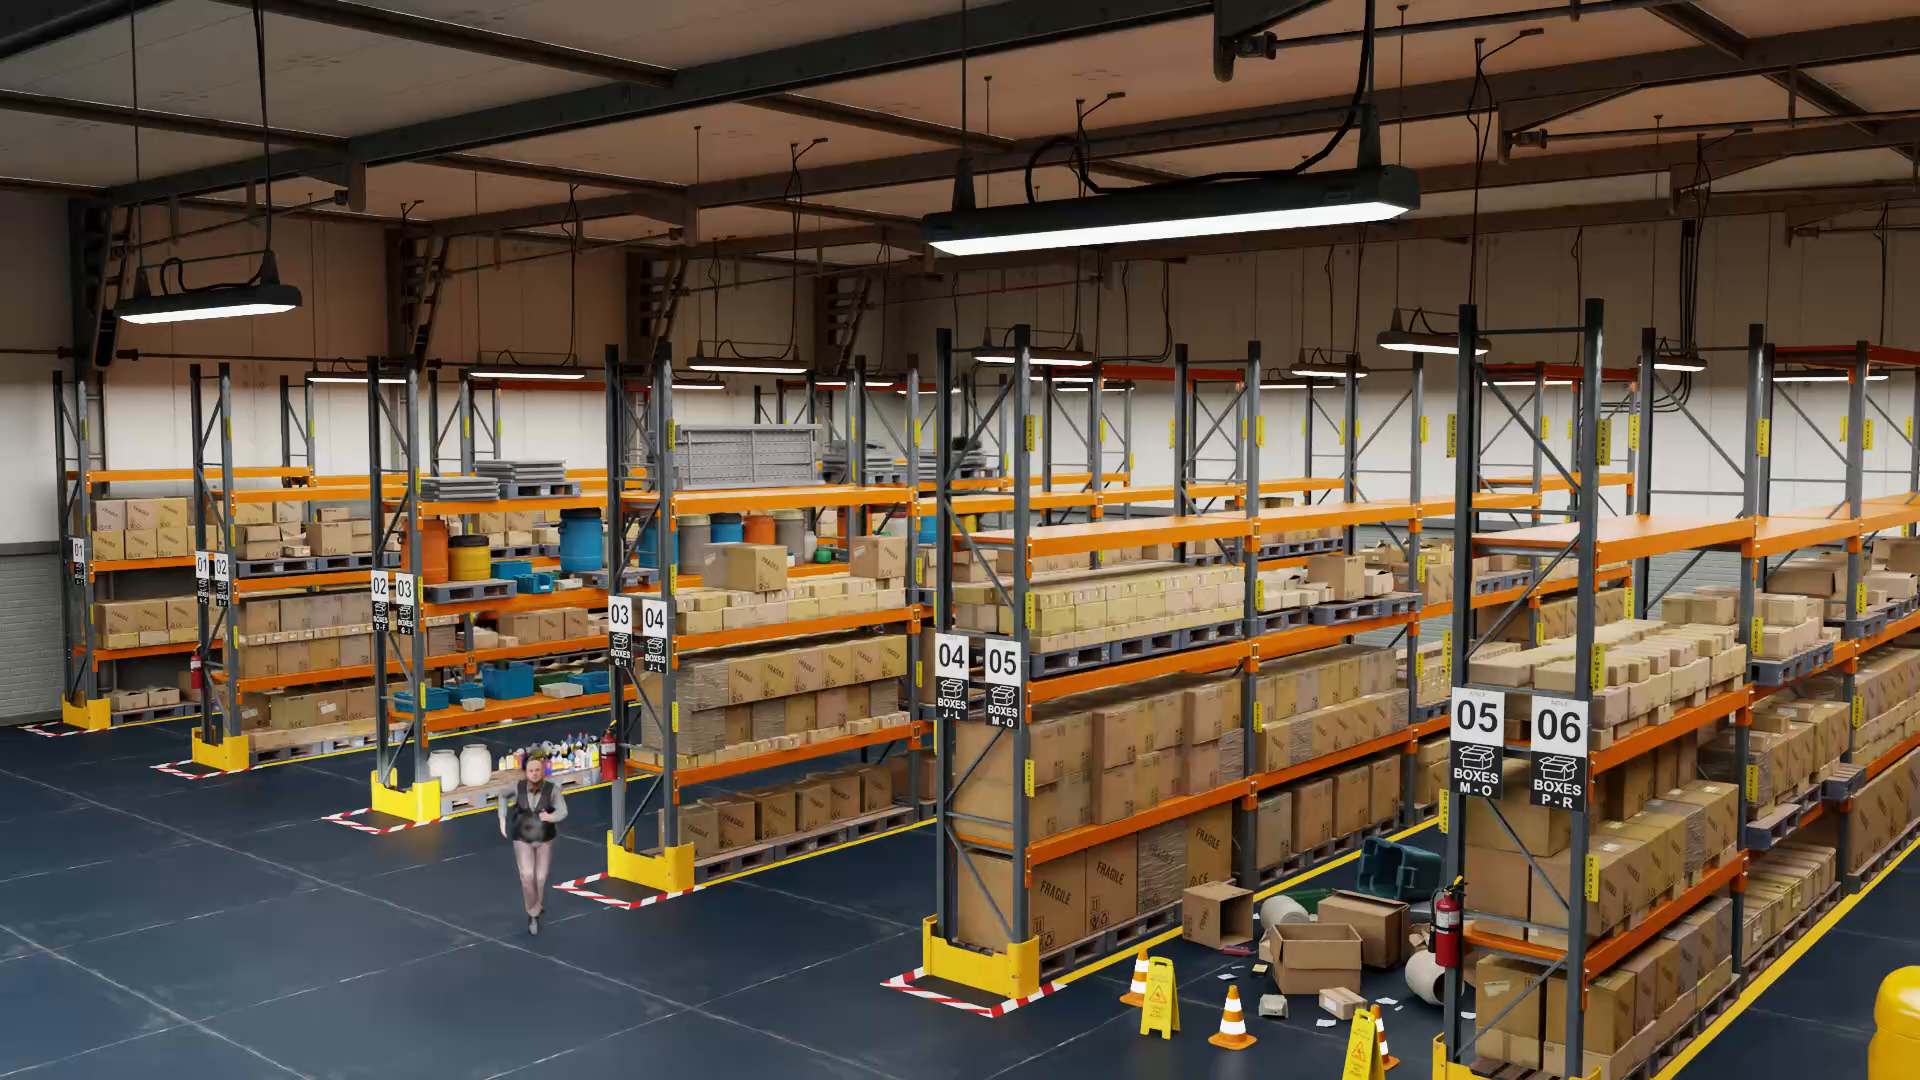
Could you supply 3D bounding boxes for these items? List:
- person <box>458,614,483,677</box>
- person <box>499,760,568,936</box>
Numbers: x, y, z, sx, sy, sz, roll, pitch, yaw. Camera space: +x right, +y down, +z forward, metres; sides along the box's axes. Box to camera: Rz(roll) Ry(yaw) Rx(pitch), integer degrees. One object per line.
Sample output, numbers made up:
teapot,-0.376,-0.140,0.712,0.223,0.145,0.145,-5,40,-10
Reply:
person,-8.910,2.156,30.497,0.610,1.618,0.632,2,5,28
person,-4.343,3.093,16.953,0.679,1.754,0.847,-1,4,-16
